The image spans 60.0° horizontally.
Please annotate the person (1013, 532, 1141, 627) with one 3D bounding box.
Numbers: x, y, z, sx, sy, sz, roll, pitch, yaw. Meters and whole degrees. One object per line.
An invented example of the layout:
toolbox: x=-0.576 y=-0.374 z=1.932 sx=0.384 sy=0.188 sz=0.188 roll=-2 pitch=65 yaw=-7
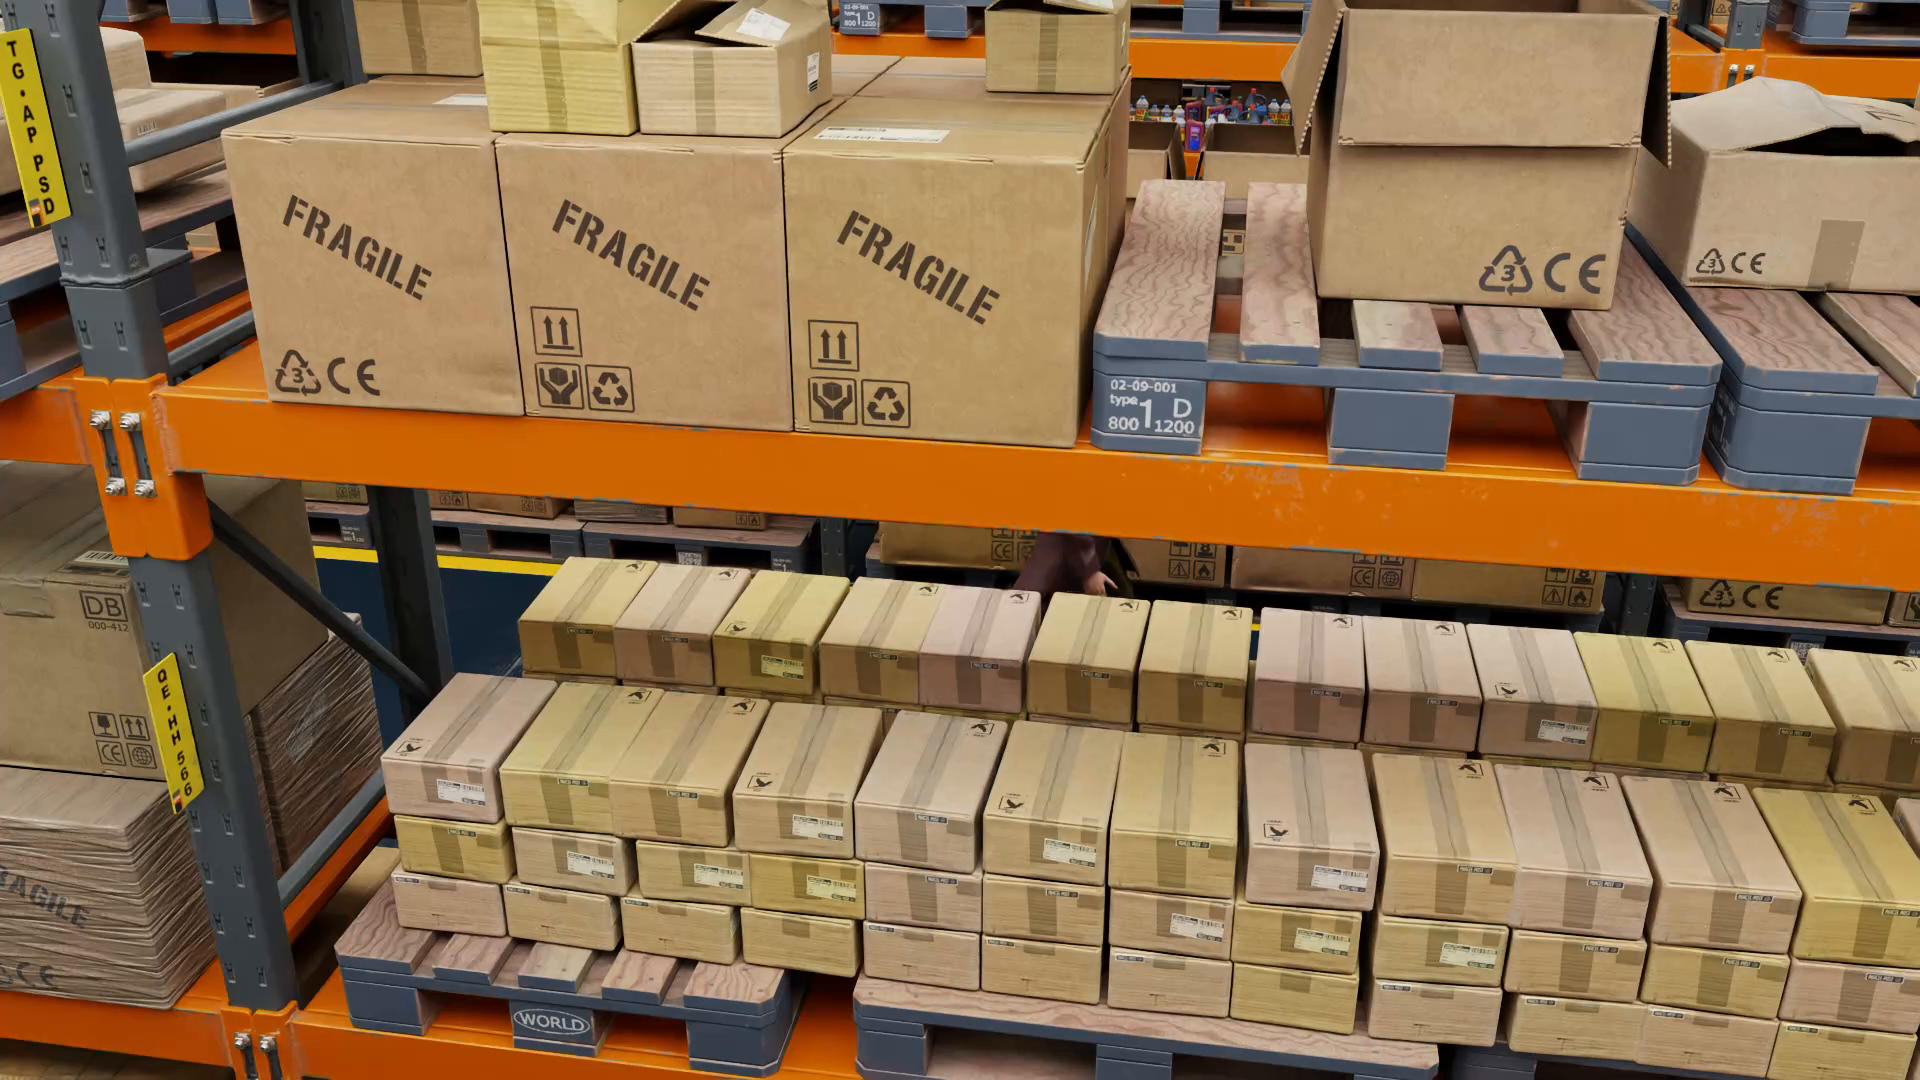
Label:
person: x=0.407 y=0.032 z=7.076 sx=1.012 sy=1.729 sz=0.678 roll=8 pitch=26 yaw=17
